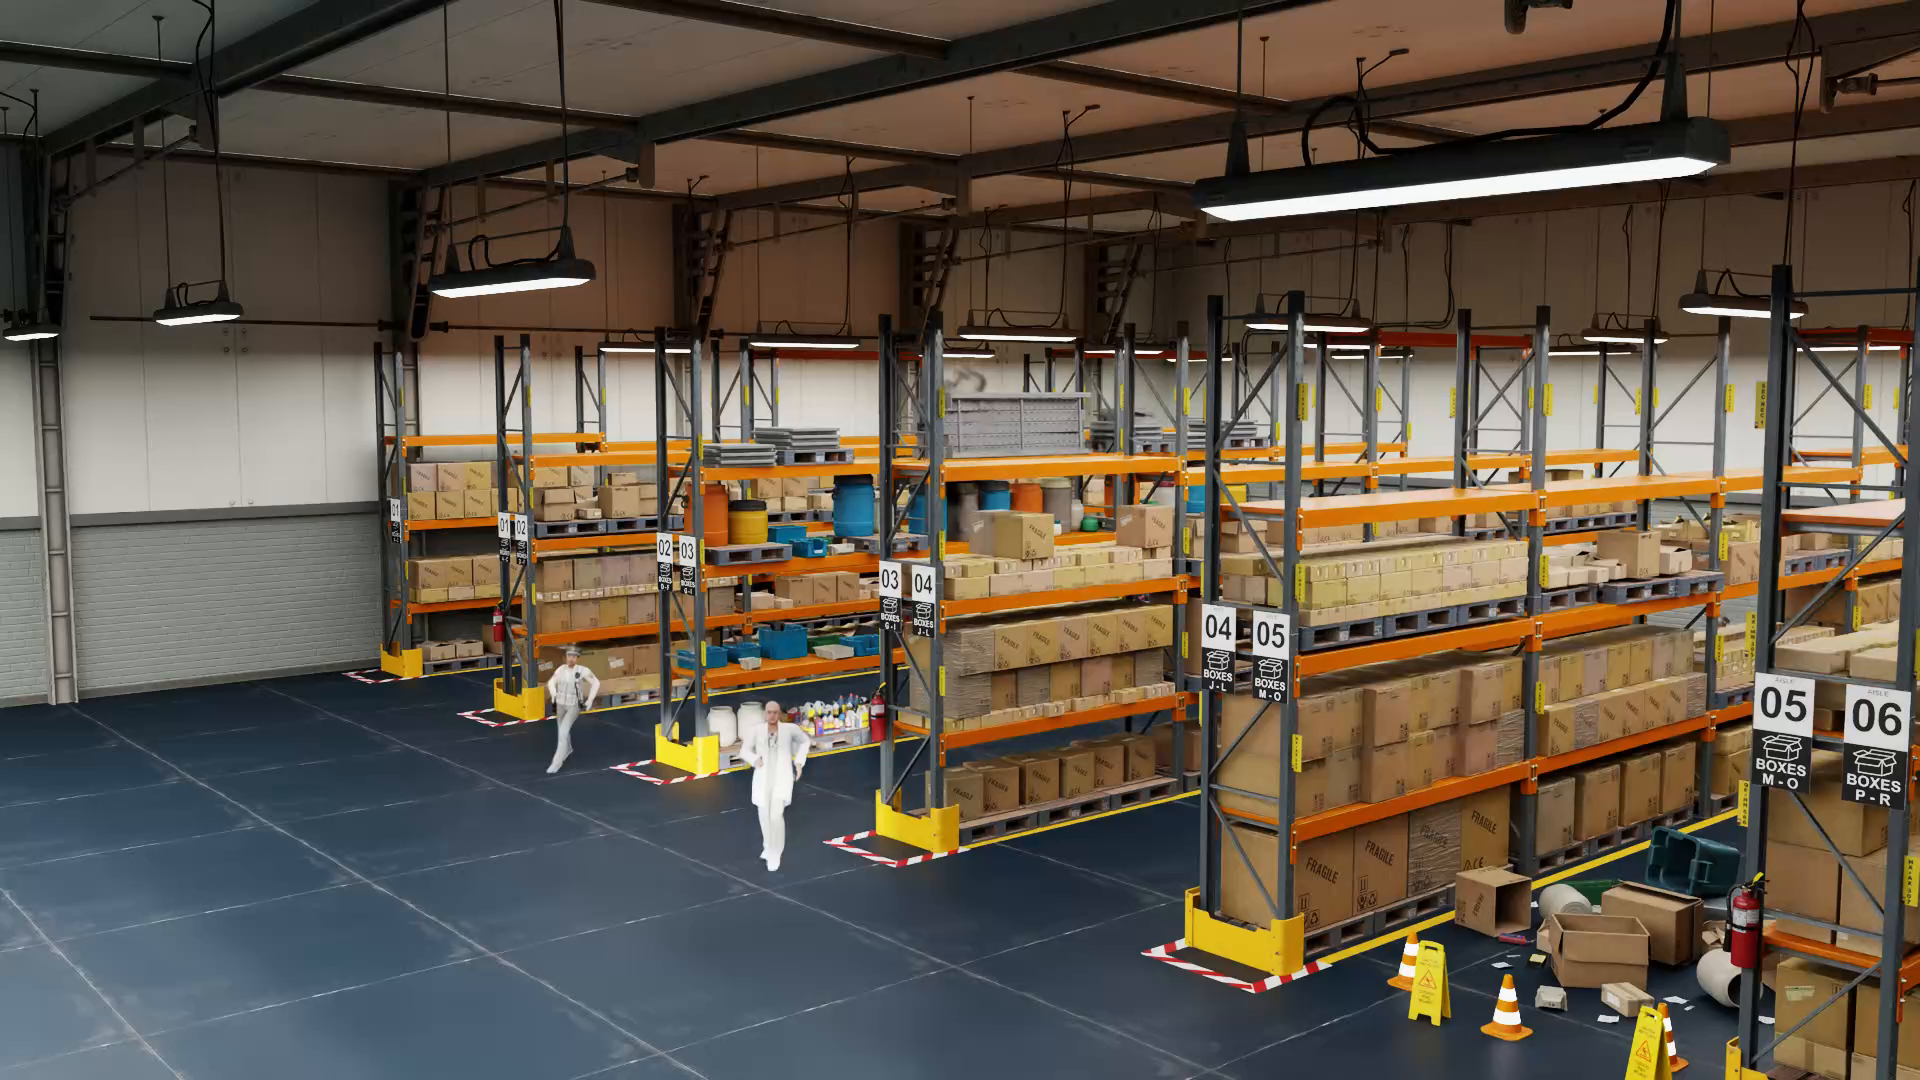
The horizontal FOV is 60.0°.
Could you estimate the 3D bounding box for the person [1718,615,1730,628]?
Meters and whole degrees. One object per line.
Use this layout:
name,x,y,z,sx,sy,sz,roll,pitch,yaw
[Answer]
person,11.433,2.009,24.991,0.935,1.821,0.672,-4,6,-35

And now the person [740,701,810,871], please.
person,-2.022,2.652,17.987,0.705,1.828,0.775,1,5,6

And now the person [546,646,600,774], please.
person,-5.303,2.276,22.616,0.678,1.705,0.828,1,5,16
